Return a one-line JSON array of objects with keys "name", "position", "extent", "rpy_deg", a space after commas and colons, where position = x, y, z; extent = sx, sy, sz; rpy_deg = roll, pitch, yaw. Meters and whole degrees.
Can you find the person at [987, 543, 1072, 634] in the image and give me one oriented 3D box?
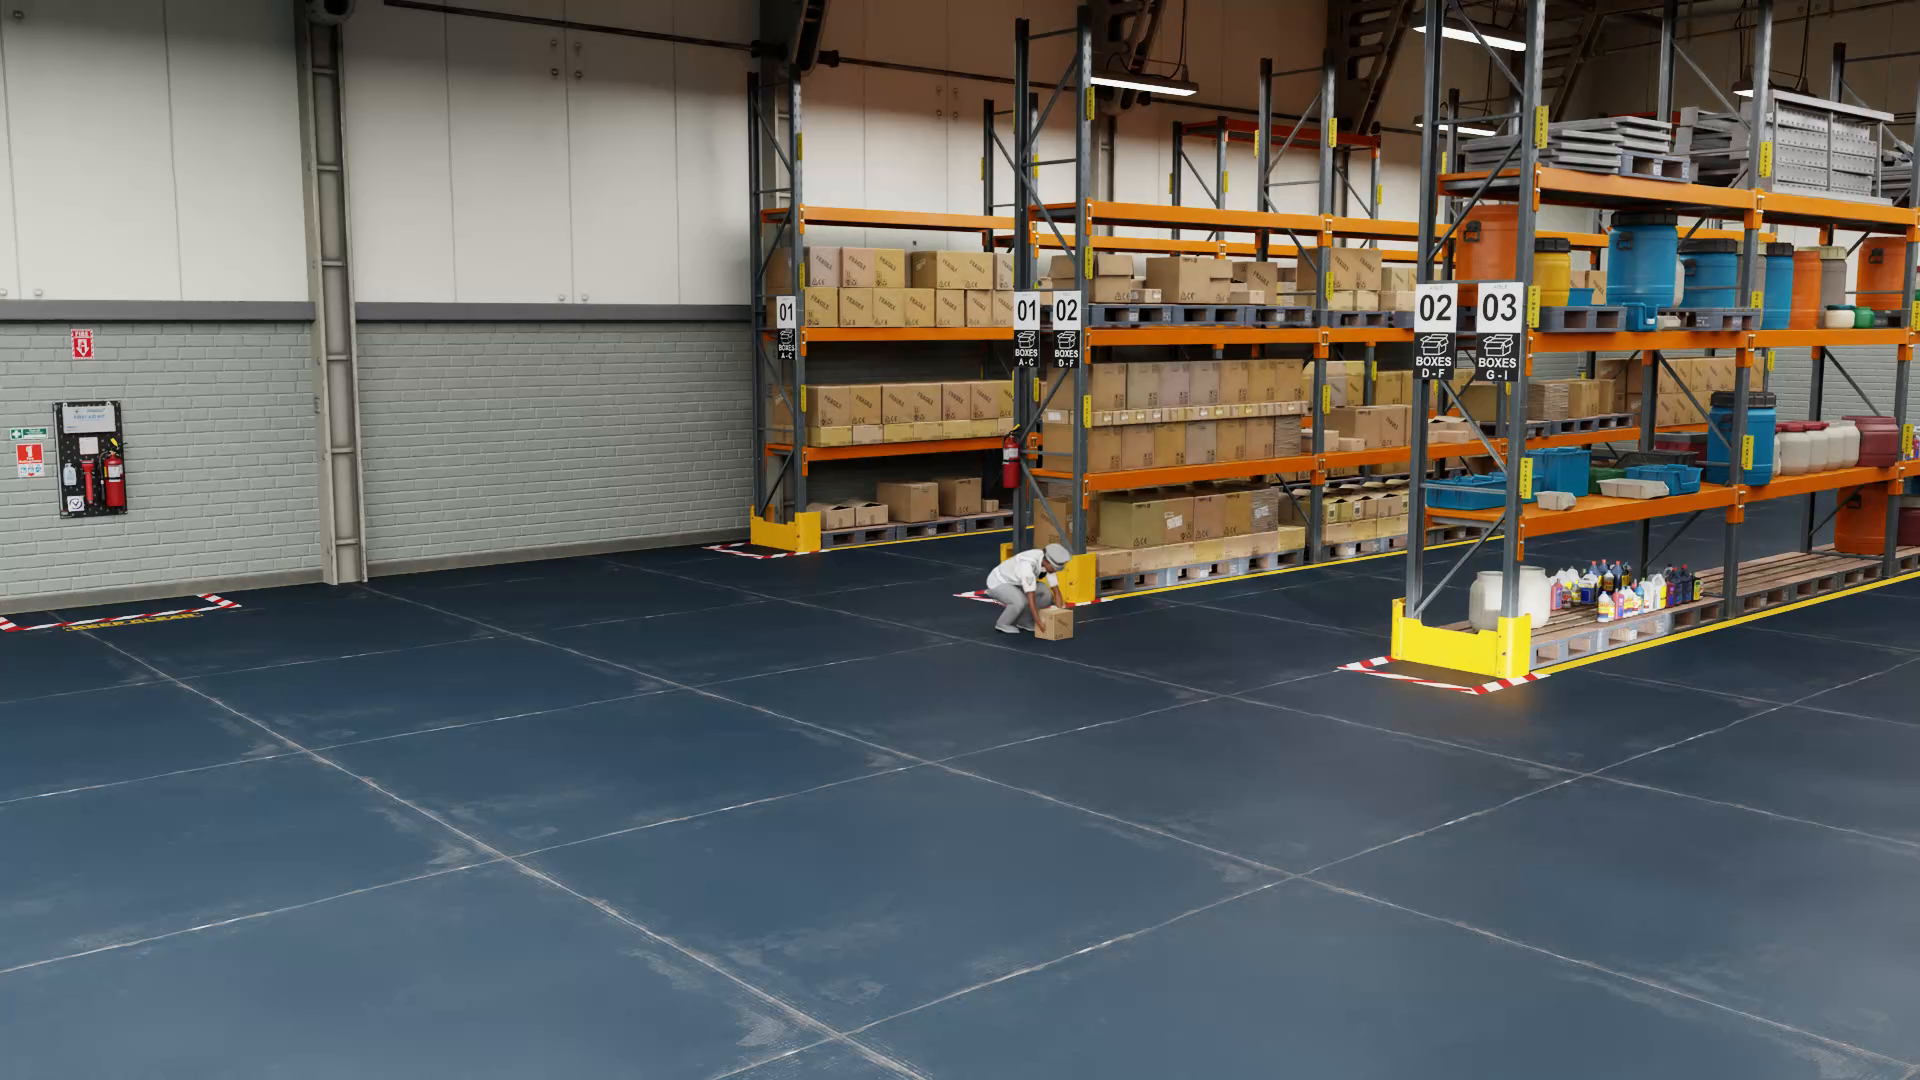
[{"name": "person", "position": [0.645, 0.442, 15.530], "extent": [0.482, 0.865, 0.866], "rpy_deg": [-7, 10, -41]}]
